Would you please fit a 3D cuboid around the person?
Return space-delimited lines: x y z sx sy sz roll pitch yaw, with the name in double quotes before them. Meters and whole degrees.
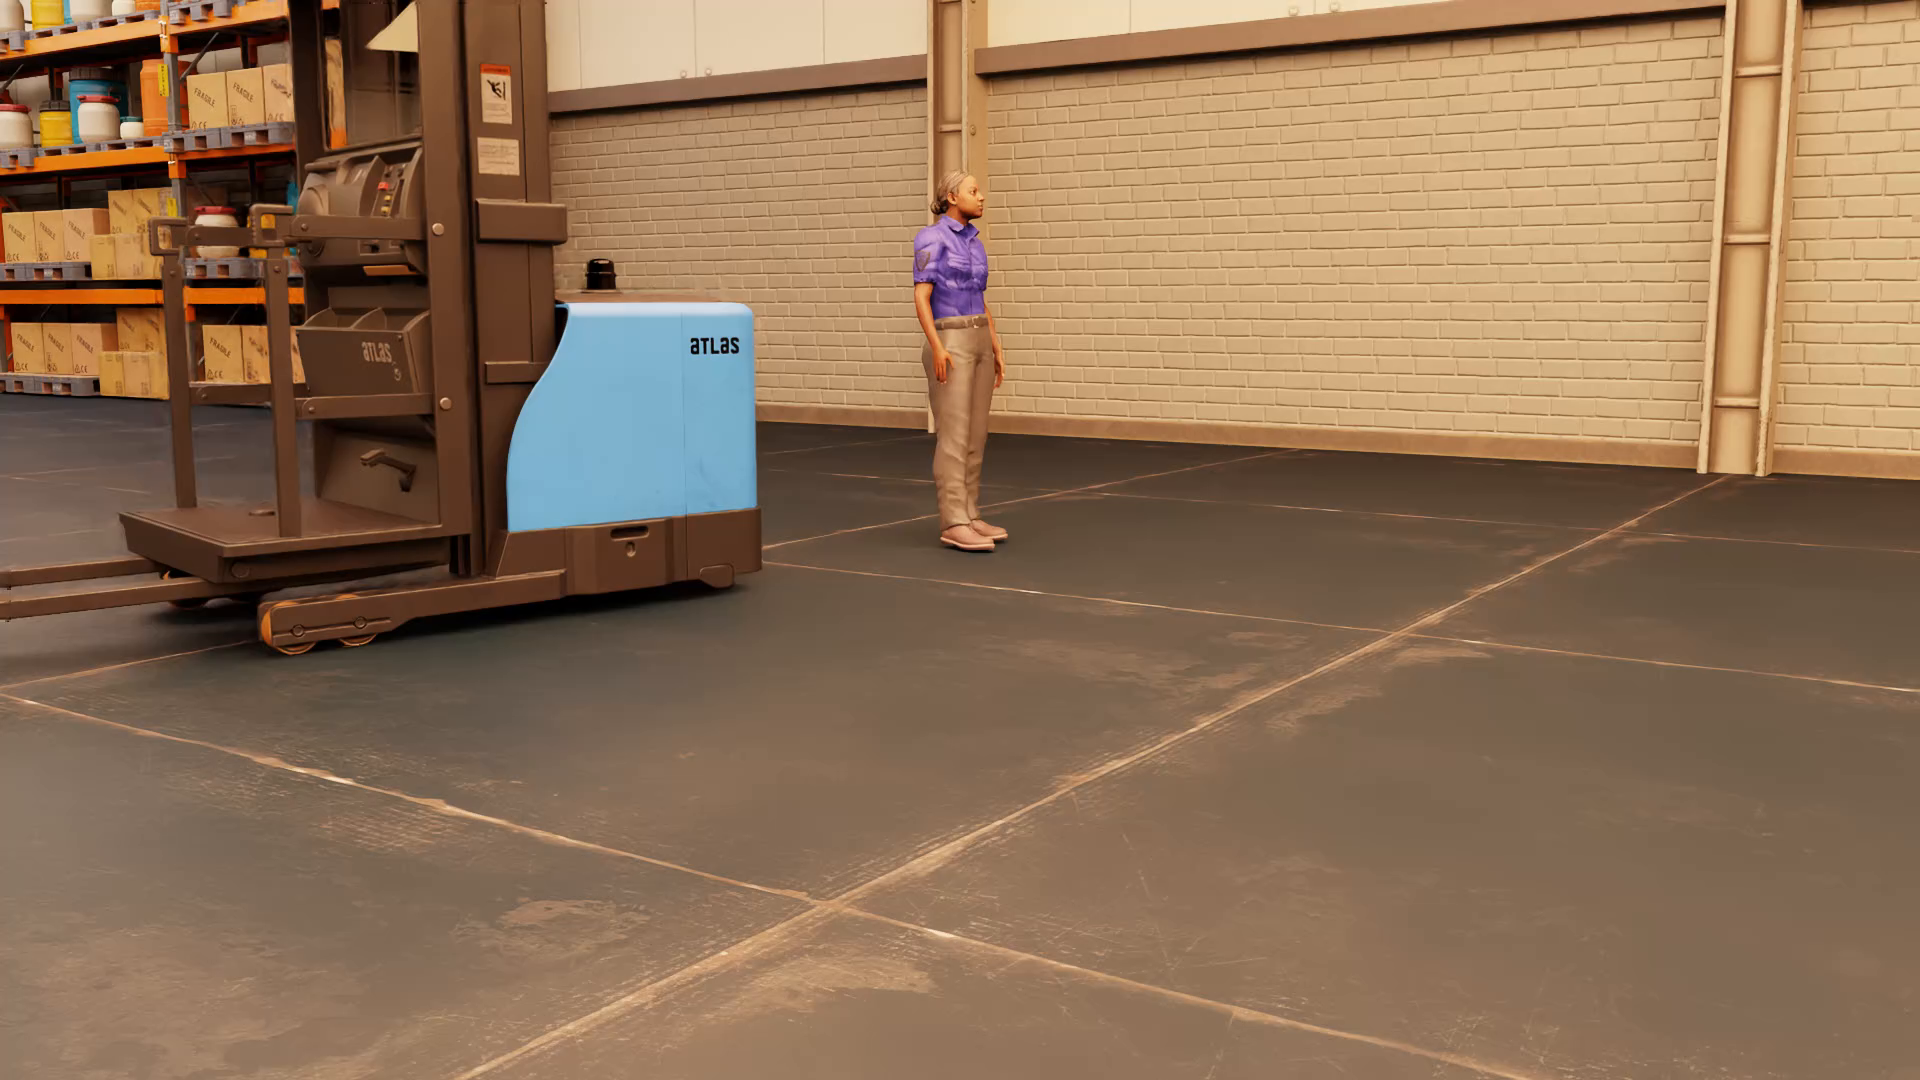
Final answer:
"person" 0.061 -0.817 7.421 0.504 1.654 0.569 5 10 34

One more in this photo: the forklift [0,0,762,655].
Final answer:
"forklift" -2.187 -1.180 5.490 3.031 2.935 1.130 -7 11 -41
